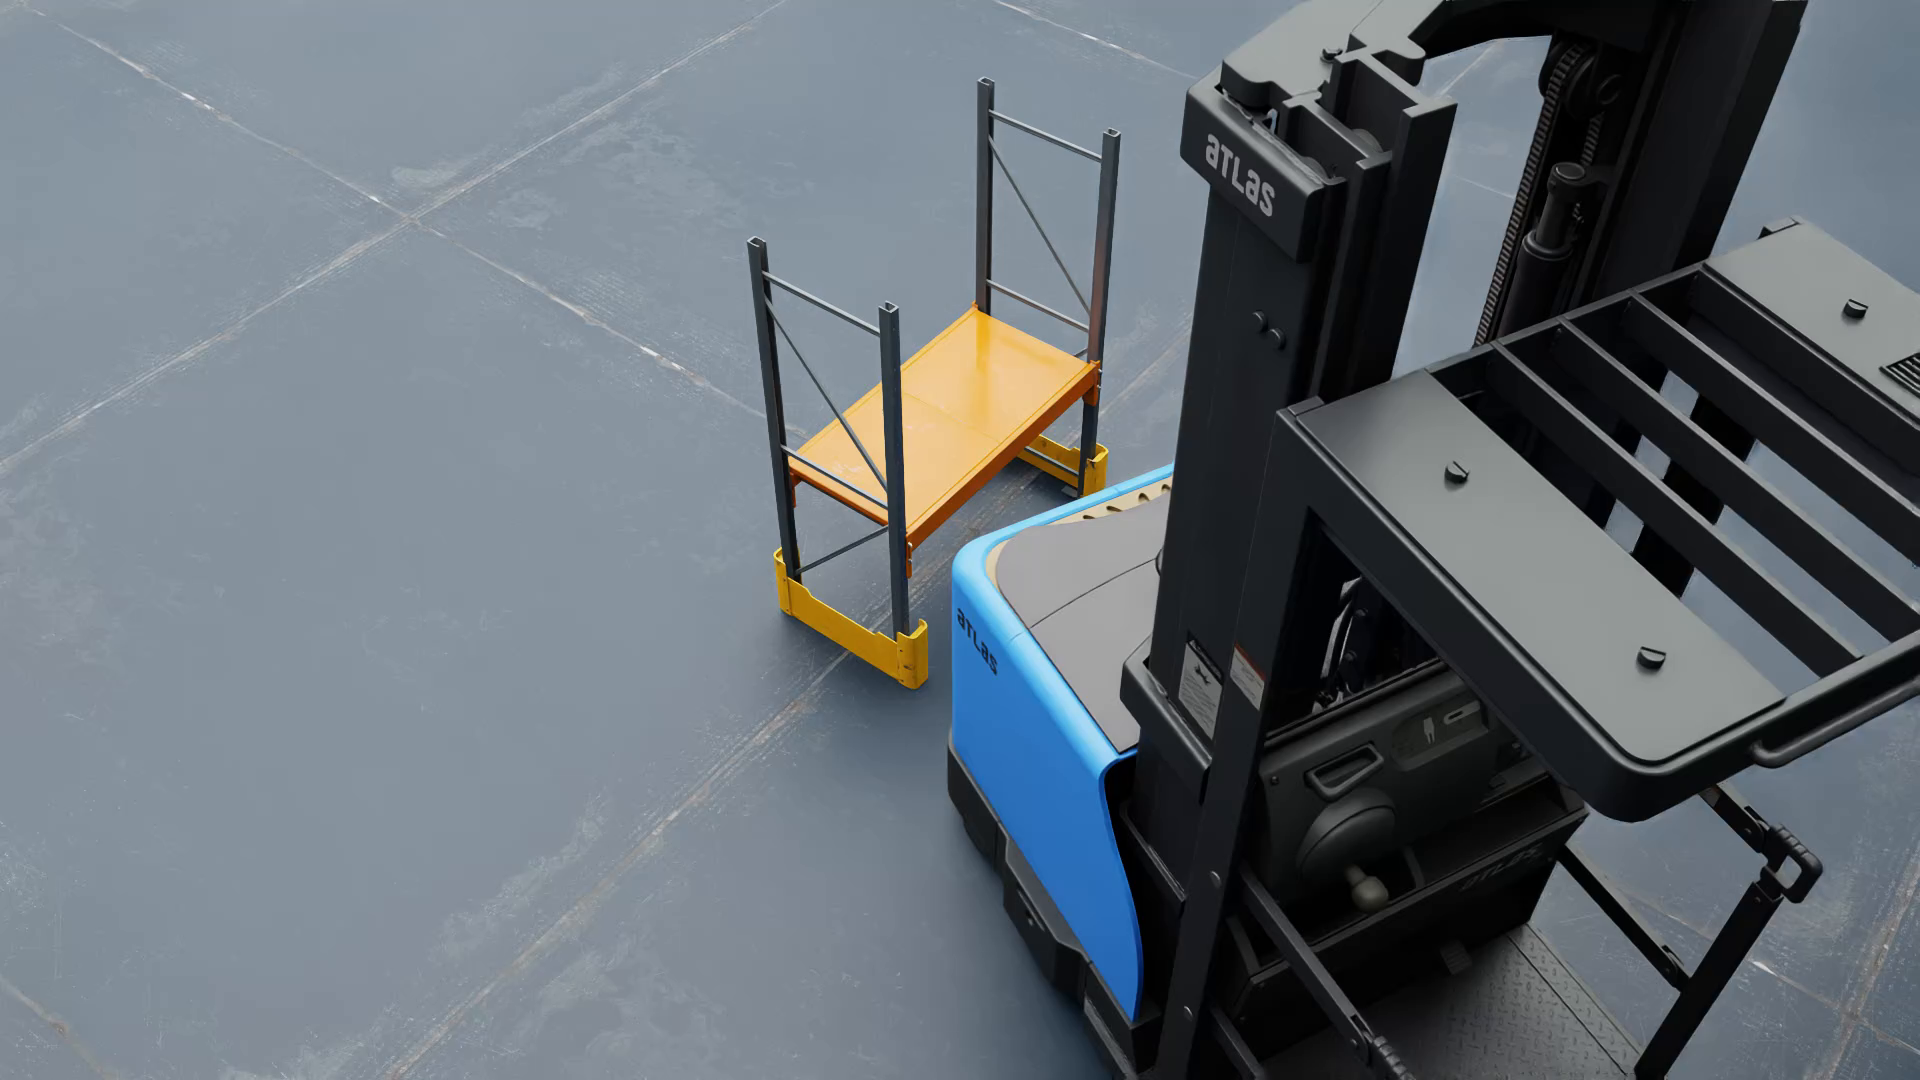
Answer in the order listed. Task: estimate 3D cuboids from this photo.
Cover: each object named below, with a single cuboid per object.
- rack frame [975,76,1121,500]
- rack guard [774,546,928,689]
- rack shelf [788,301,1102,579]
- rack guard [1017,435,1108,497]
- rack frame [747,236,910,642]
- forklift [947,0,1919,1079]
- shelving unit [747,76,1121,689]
[{"bbox_3d":[0.259,-0.760,5.439,0.500,1.500,0.032,29,53,25],"label":"rack frame"},{"bbox_3d":[-0.351,0.242,5.346,0.587,0.250,0.087,29,53,25],"label":"rack guard"},{"bbox_3d":[-0.052,-0.345,5.291,0.538,0.185,1.000,29,53,25],"label":"rack shelf"},{"bbox_3d":[0.258,-0.328,5.890,0.587,0.250,0.087,29,53,25],"label":"rack guard"},{"bbox_3d":[-0.363,-0.178,4.883,0.500,1.500,0.032,29,53,25],"label":"rack frame"},{"bbox_3d":[1.095,0.529,3.217,1.130,2.935,3.031,-21,50,-19],"label":"forklift"},{"bbox_3d":[-0.047,-0.474,5.166,0.587,1.500,1.083,29,53,25],"label":"shelving unit"}]
